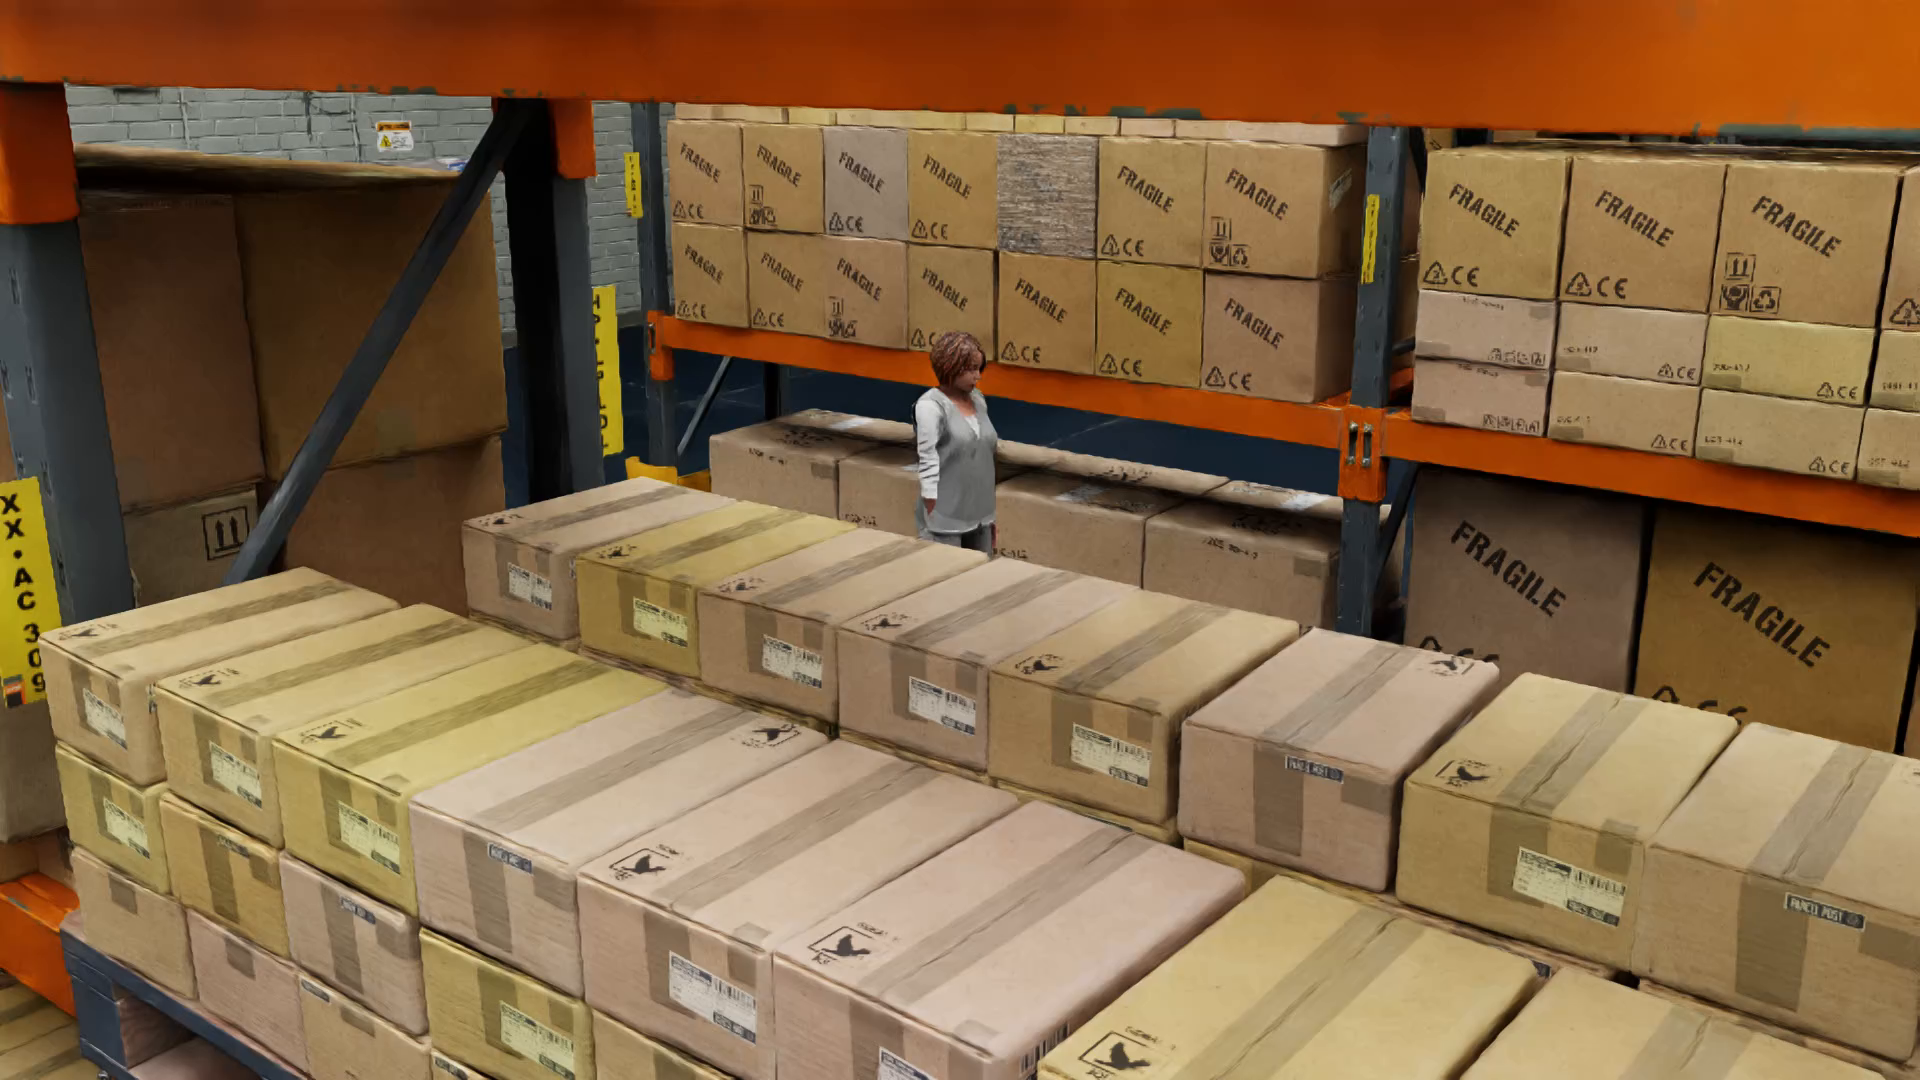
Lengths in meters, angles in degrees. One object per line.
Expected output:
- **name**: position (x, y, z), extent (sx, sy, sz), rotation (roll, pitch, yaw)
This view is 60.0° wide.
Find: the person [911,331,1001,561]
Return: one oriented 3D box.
- **person**: position (-0.010, -0.059, 6.766), extent (0.299, 1.594, 0.407), rotation (13, 21, 36)
